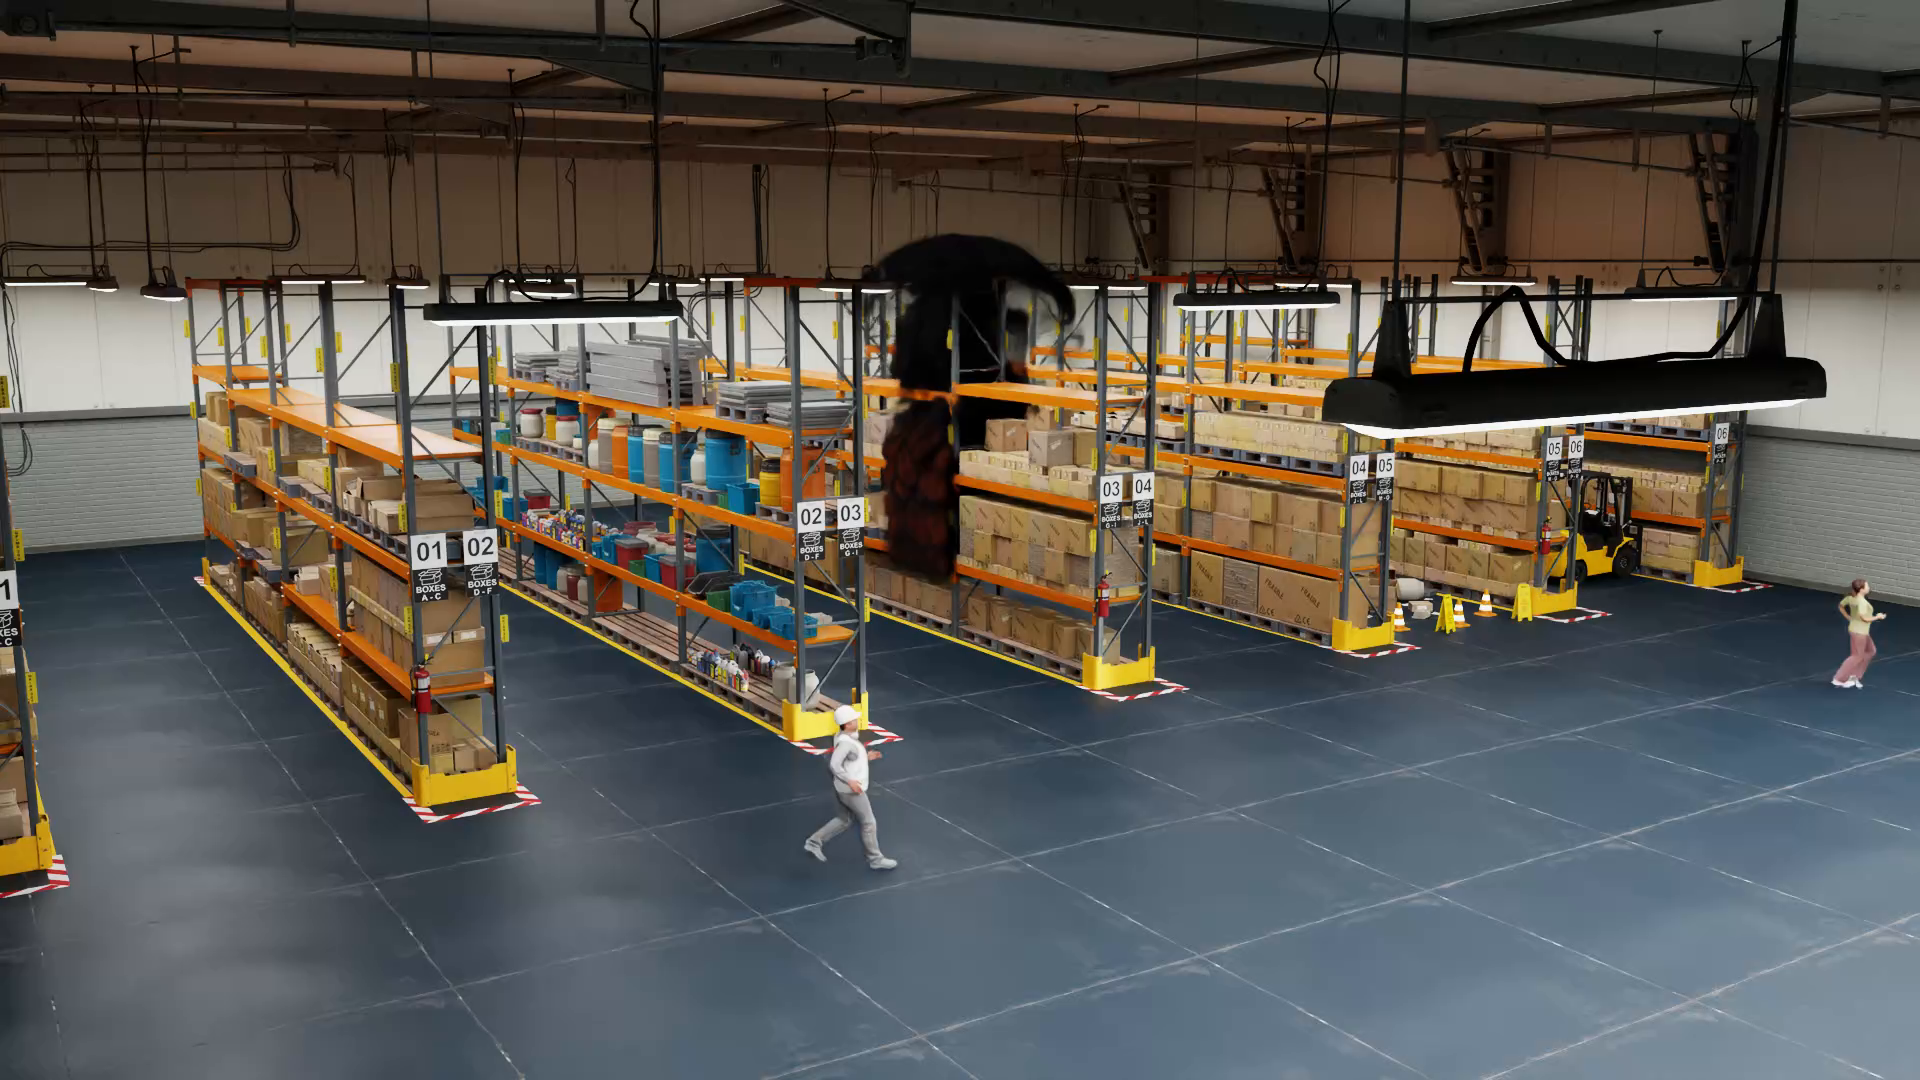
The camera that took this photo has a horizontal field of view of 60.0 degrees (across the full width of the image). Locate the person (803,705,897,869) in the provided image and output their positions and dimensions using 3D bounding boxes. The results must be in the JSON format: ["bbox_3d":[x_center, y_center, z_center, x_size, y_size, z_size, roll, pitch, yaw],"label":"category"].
[{"bbox_3d":[-1.145,2.571,17.280,0.969,1.749,0.659,-2,10,-12],"label":"person"}]

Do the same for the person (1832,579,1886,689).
[{"bbox_3d":[13.352,1.404,24.688,0.633,1.689,0.560,2,10,13],"label":"person"}]

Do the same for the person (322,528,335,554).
[{"bbox_3d":[-13.189,-0.174,34.152,0.782,1.600,0.675,1,10,7],"label":"person"}]
